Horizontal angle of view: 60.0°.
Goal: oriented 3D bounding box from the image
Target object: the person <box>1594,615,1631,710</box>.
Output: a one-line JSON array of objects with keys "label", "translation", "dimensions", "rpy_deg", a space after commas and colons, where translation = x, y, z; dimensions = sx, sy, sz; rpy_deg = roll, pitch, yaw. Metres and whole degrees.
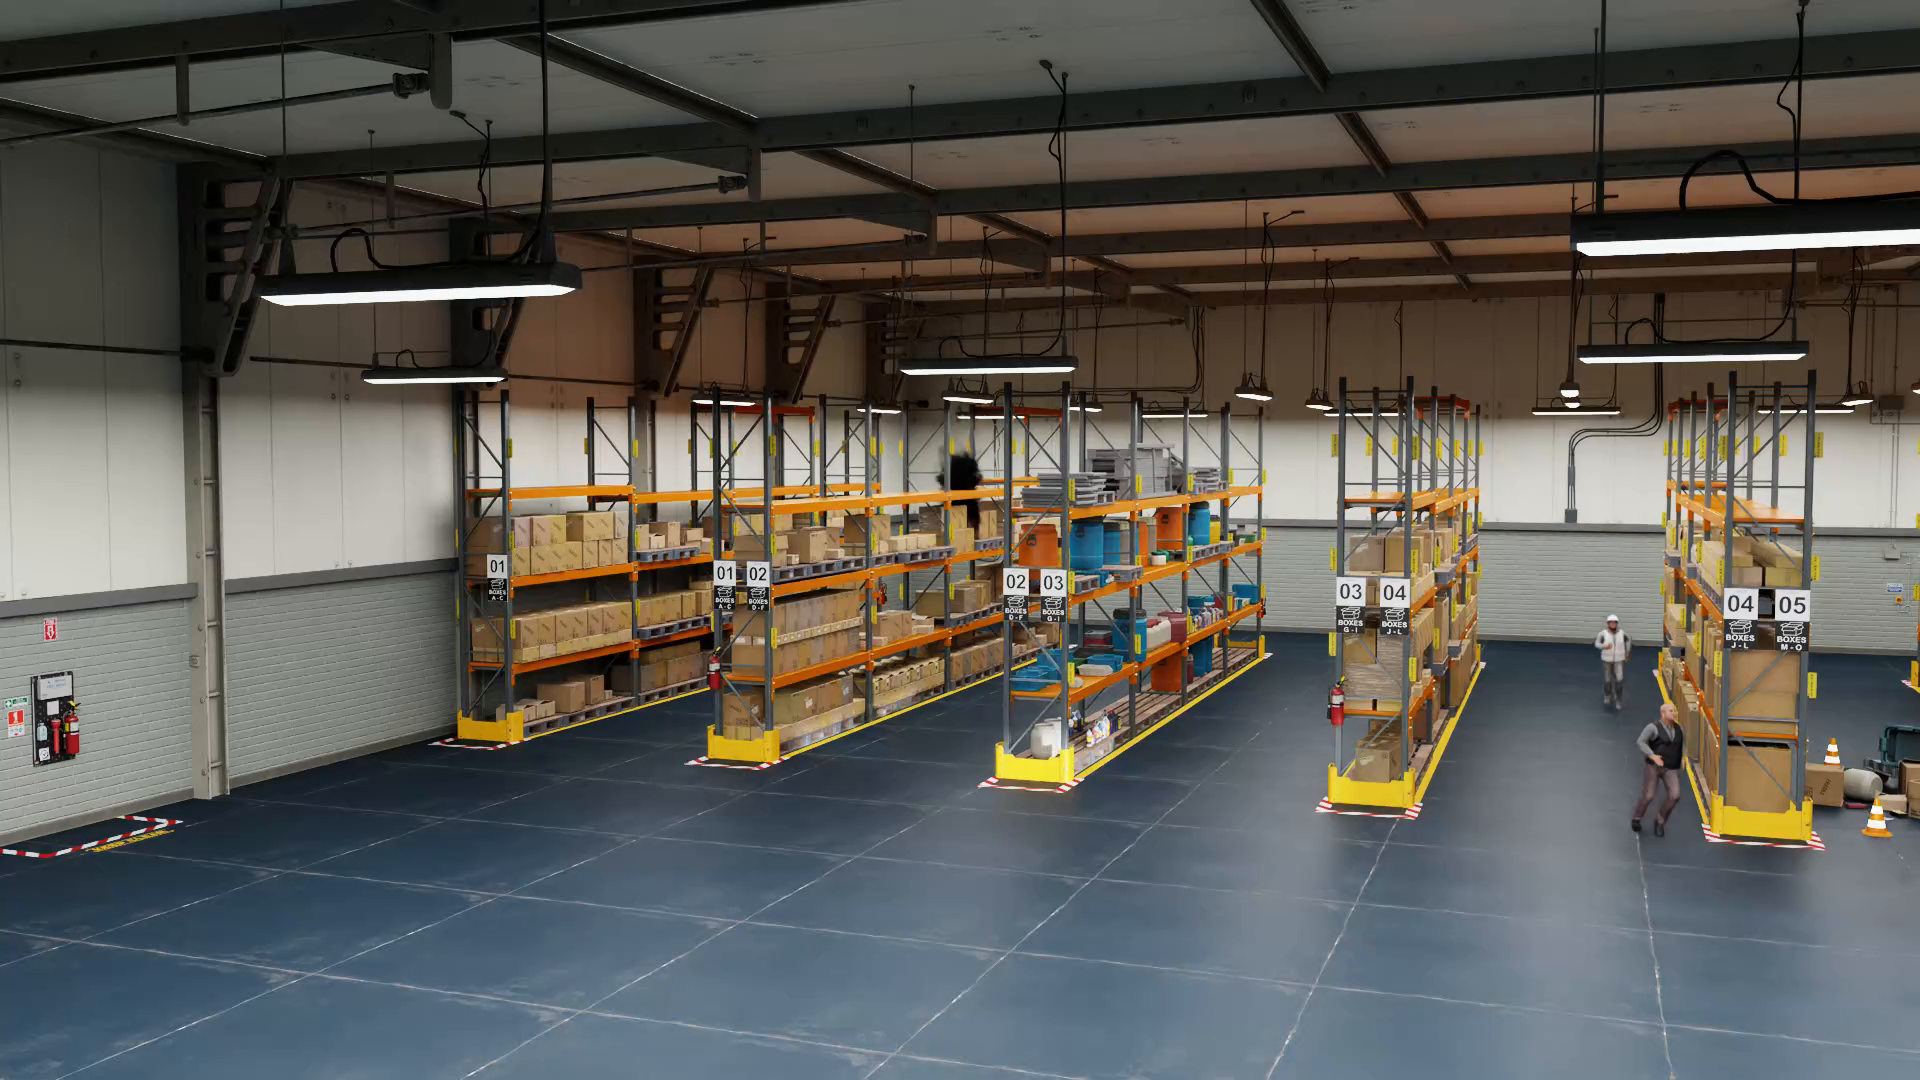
[{"label": "person", "translation": [12.573, 2.356, 32.039], "dimensions": [0.676, 1.838, 0.752], "rpy_deg": [1, 3, 18]}]

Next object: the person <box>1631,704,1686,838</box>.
[{"label": "person", "translation": [9.136, 2.980, 21.573], "dimensions": [0.712, 1.720, 0.669], "rpy_deg": [0, 3, 0]}]
